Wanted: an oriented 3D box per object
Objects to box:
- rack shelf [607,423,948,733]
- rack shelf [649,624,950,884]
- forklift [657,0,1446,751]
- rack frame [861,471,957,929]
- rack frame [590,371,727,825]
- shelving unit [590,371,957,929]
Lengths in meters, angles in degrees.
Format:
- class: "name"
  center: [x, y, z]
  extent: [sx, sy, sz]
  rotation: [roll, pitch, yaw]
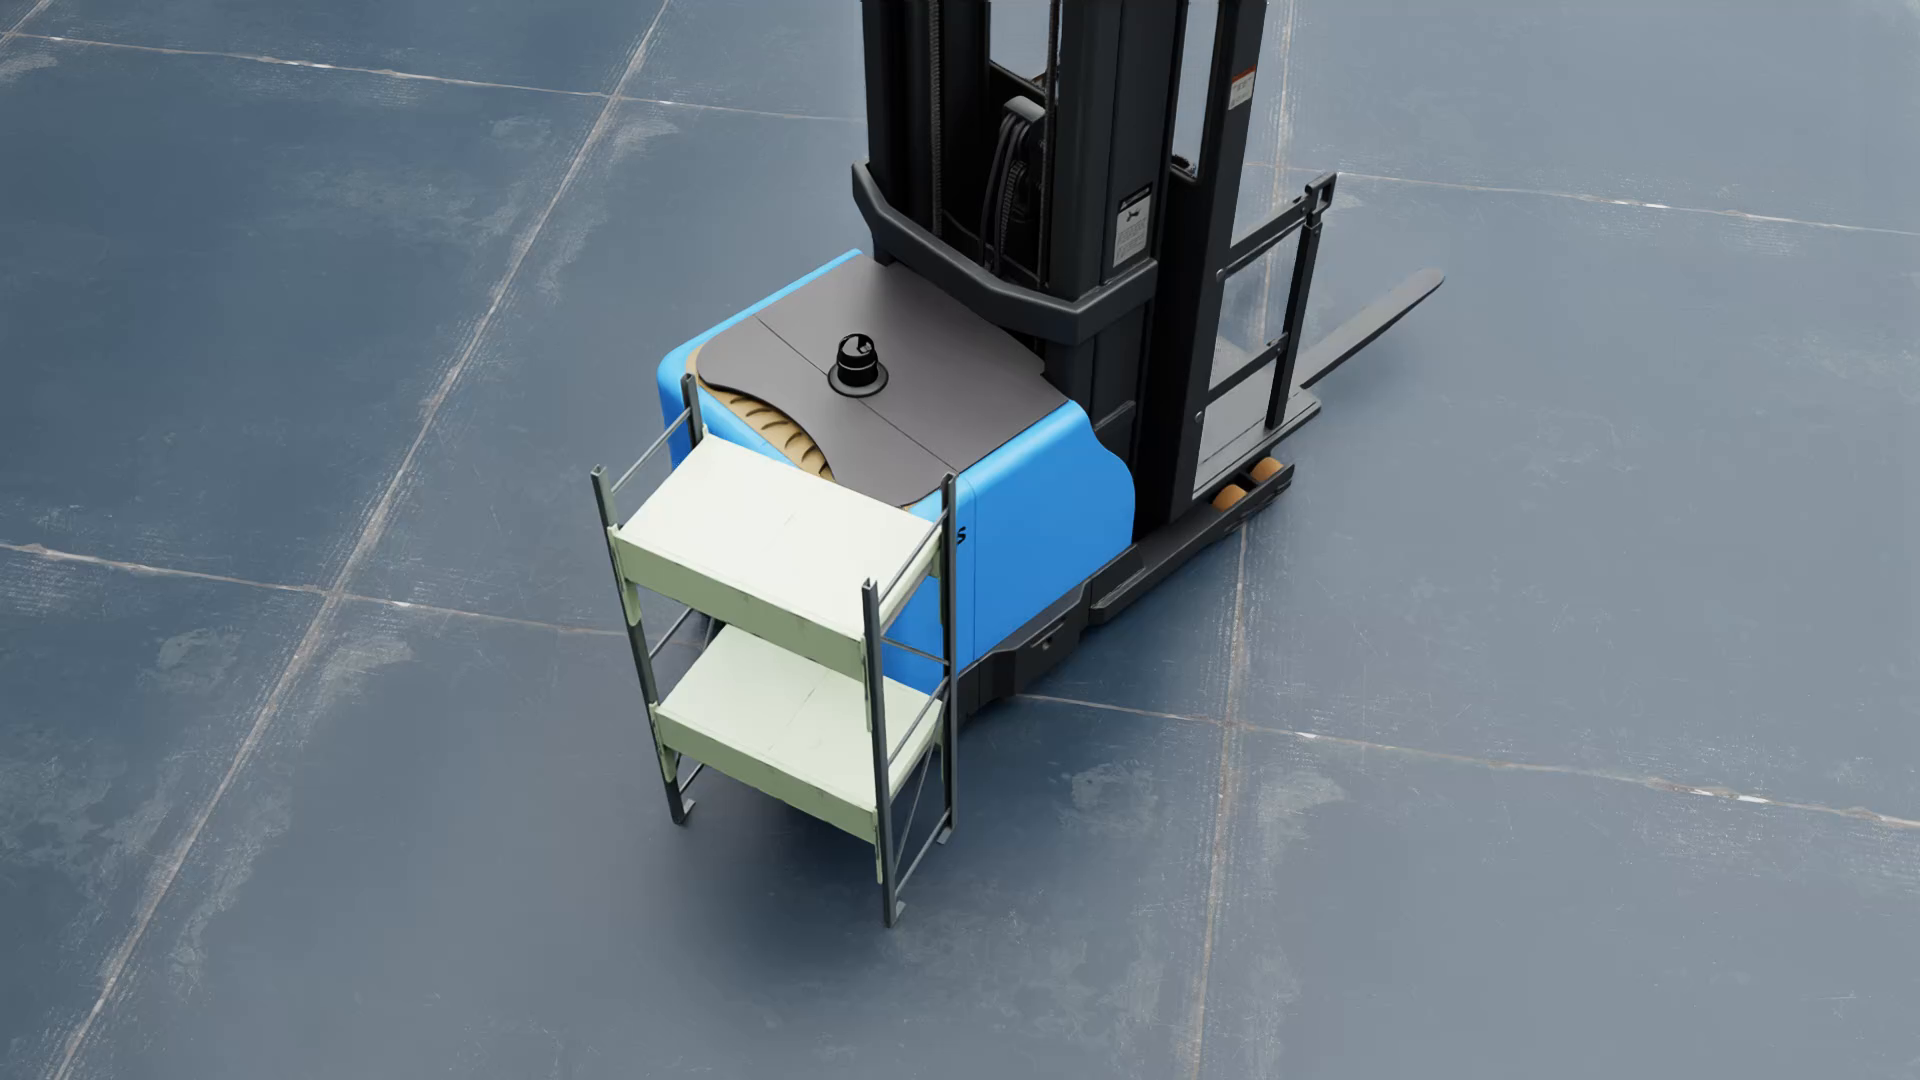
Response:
- class: "rack shelf"
  center: [-0.435, 0.086, 4.140]
  extent: [0.720, 0.370, 0.431]
  rotation: [22, 52, 18]
- class: "rack shelf"
  center: [-0.435, 0.565, 4.673]
  extent: [0.720, 0.370, 0.431]
  rotation: [22, 52, 18]
- class: "forklift"
  center: [0.530, -1.264, 4.915]
  extent: [3.031, 2.935, 1.130]
  rotation: [-35, 57, -27]
- class: "rack frame"
  center: [-0.113, 0.475, 4.314]
  extent: [0.023, 1.500, 0.400]
  rotation: [22, 52, 18]
- class: "rack frame"
  center: [-0.758, 0.218, 4.546]
  extent: [0.023, 1.500, 0.400]
  rotation: [22, 52, 18]
- class: "shelving unit"
  center: [-0.435, 0.347, 4.430]
  extent: [0.755, 1.500, 0.431]
  rotation: [22, 52, 18]
